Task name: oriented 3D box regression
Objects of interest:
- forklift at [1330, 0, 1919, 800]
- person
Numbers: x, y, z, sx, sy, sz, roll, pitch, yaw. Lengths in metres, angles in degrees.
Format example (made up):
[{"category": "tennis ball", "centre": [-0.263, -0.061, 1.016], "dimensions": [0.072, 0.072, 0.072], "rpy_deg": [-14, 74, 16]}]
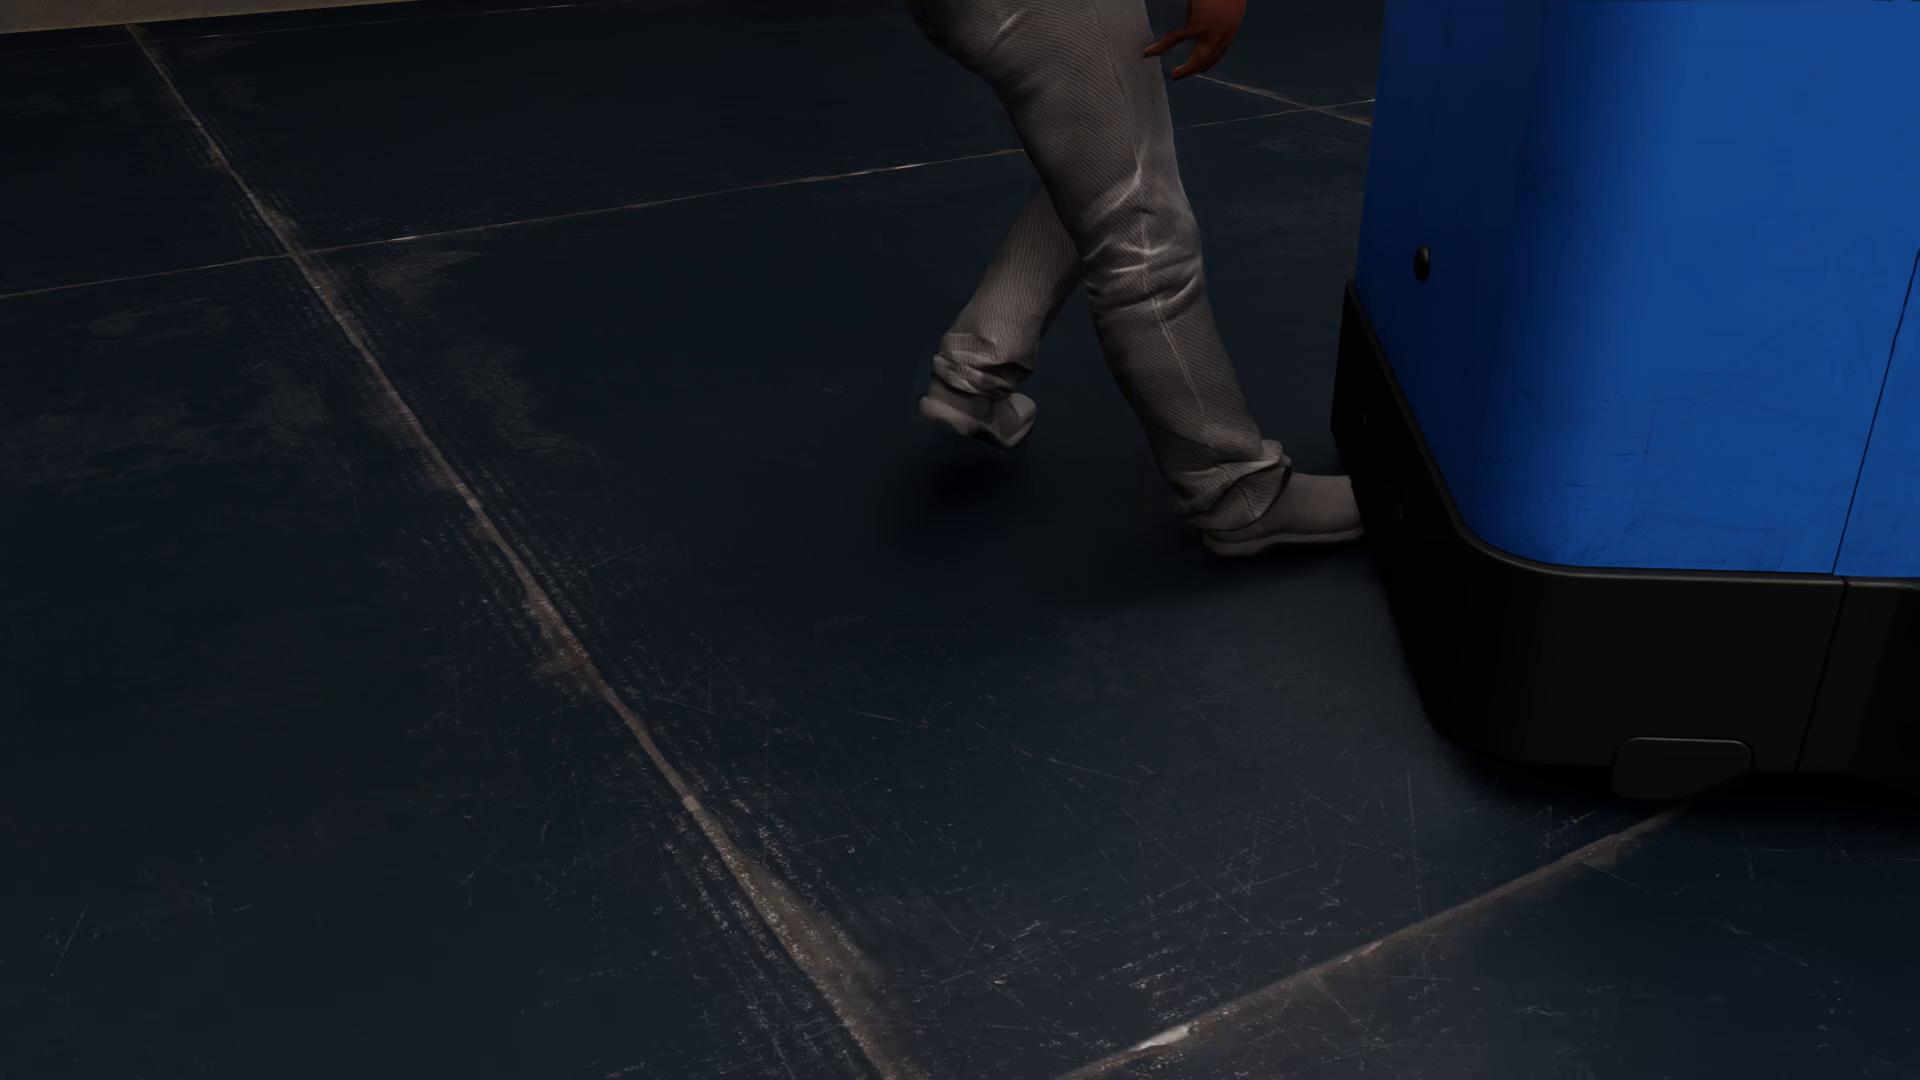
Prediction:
[{"category": "forklift", "centre": [2.086, -1.189, 1.604], "dimensions": [3.031, 2.935, 1.130], "rpy_deg": [2, 27, 3]}, {"category": "person", "centre": [0.224, -0.851, 2.305], "dimensions": [0.710, 1.711, 0.697], "rpy_deg": [-8, 28, -15]}]
